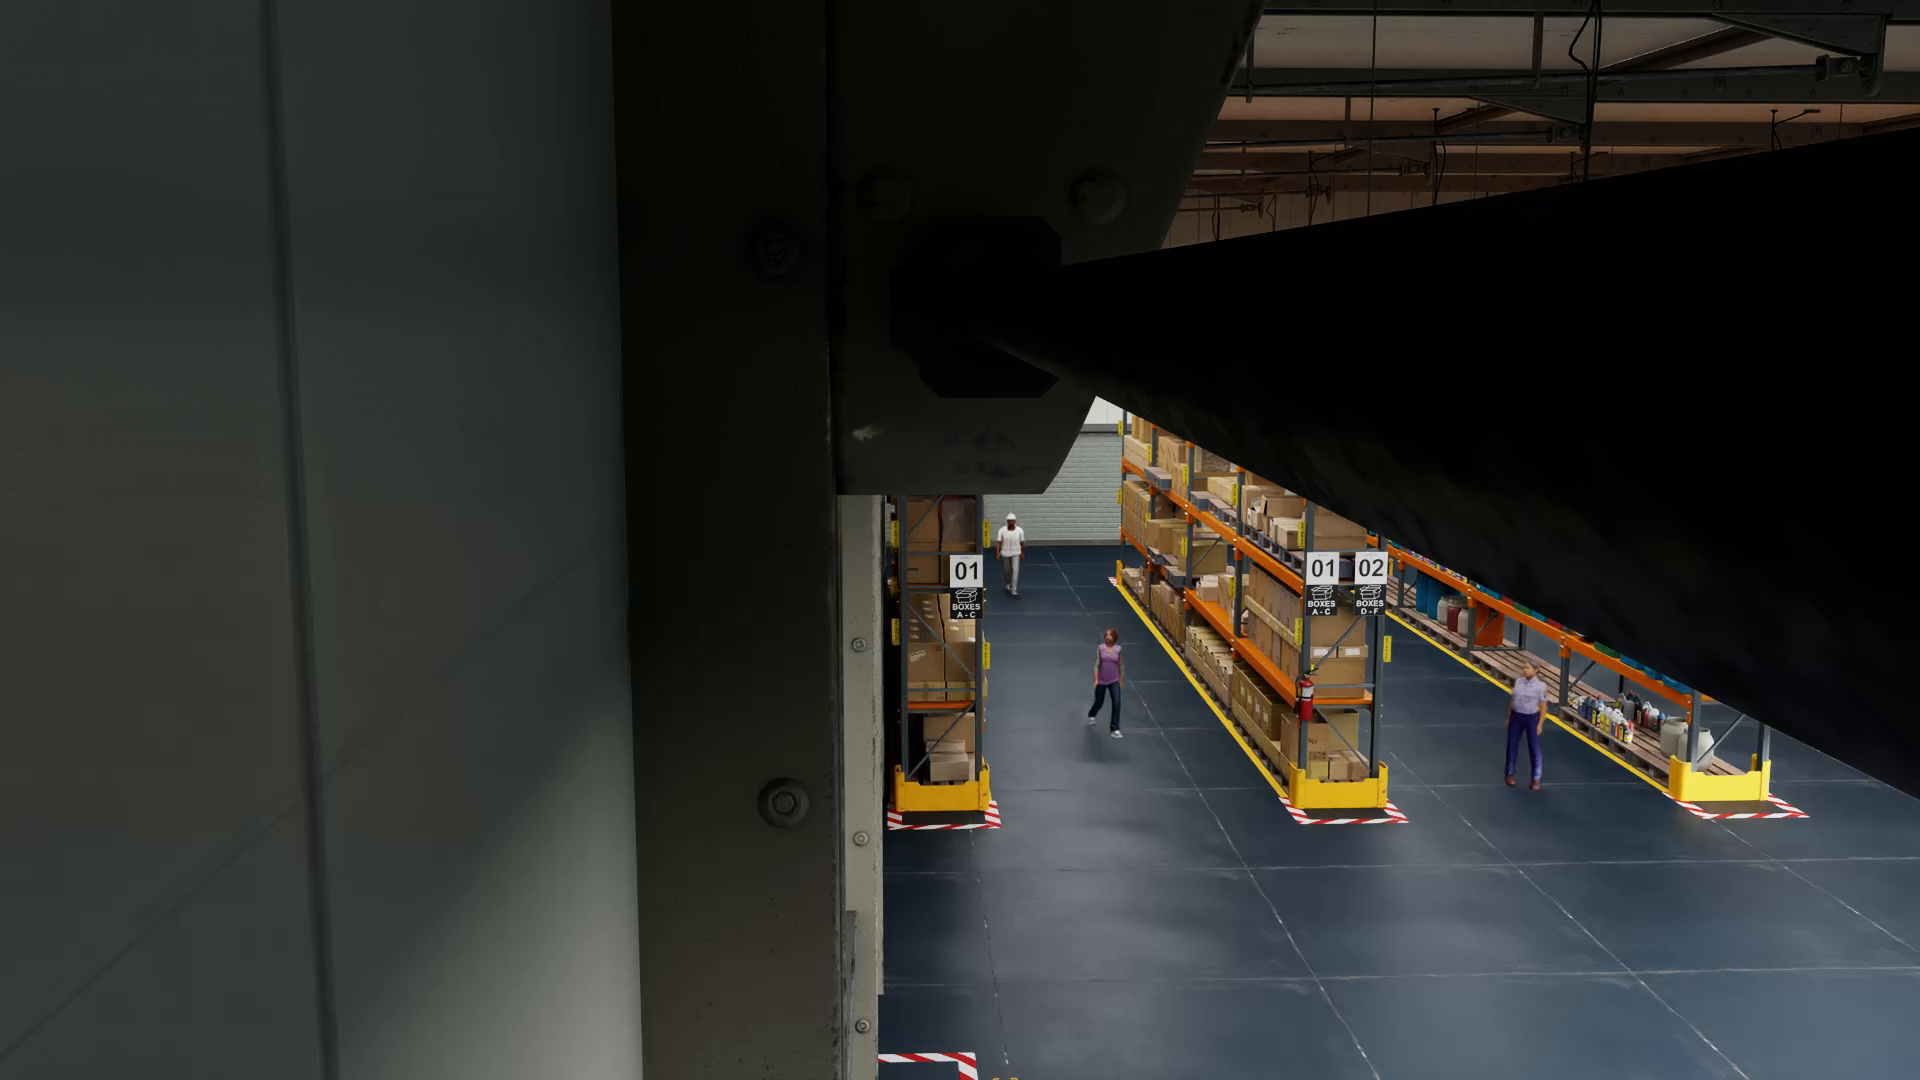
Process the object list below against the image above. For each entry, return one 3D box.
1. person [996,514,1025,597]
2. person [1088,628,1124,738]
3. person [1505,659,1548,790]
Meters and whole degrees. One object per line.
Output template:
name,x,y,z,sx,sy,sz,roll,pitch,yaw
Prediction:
person,1.070,0.305,35.131,0.605,1.729,1.013,0,8,3
person,2.116,2.036,24.016,0.498,1.535,0.868,-2,9,-16
person,7.316,2.366,21.490,0.514,1.643,0.359,6,10,35
